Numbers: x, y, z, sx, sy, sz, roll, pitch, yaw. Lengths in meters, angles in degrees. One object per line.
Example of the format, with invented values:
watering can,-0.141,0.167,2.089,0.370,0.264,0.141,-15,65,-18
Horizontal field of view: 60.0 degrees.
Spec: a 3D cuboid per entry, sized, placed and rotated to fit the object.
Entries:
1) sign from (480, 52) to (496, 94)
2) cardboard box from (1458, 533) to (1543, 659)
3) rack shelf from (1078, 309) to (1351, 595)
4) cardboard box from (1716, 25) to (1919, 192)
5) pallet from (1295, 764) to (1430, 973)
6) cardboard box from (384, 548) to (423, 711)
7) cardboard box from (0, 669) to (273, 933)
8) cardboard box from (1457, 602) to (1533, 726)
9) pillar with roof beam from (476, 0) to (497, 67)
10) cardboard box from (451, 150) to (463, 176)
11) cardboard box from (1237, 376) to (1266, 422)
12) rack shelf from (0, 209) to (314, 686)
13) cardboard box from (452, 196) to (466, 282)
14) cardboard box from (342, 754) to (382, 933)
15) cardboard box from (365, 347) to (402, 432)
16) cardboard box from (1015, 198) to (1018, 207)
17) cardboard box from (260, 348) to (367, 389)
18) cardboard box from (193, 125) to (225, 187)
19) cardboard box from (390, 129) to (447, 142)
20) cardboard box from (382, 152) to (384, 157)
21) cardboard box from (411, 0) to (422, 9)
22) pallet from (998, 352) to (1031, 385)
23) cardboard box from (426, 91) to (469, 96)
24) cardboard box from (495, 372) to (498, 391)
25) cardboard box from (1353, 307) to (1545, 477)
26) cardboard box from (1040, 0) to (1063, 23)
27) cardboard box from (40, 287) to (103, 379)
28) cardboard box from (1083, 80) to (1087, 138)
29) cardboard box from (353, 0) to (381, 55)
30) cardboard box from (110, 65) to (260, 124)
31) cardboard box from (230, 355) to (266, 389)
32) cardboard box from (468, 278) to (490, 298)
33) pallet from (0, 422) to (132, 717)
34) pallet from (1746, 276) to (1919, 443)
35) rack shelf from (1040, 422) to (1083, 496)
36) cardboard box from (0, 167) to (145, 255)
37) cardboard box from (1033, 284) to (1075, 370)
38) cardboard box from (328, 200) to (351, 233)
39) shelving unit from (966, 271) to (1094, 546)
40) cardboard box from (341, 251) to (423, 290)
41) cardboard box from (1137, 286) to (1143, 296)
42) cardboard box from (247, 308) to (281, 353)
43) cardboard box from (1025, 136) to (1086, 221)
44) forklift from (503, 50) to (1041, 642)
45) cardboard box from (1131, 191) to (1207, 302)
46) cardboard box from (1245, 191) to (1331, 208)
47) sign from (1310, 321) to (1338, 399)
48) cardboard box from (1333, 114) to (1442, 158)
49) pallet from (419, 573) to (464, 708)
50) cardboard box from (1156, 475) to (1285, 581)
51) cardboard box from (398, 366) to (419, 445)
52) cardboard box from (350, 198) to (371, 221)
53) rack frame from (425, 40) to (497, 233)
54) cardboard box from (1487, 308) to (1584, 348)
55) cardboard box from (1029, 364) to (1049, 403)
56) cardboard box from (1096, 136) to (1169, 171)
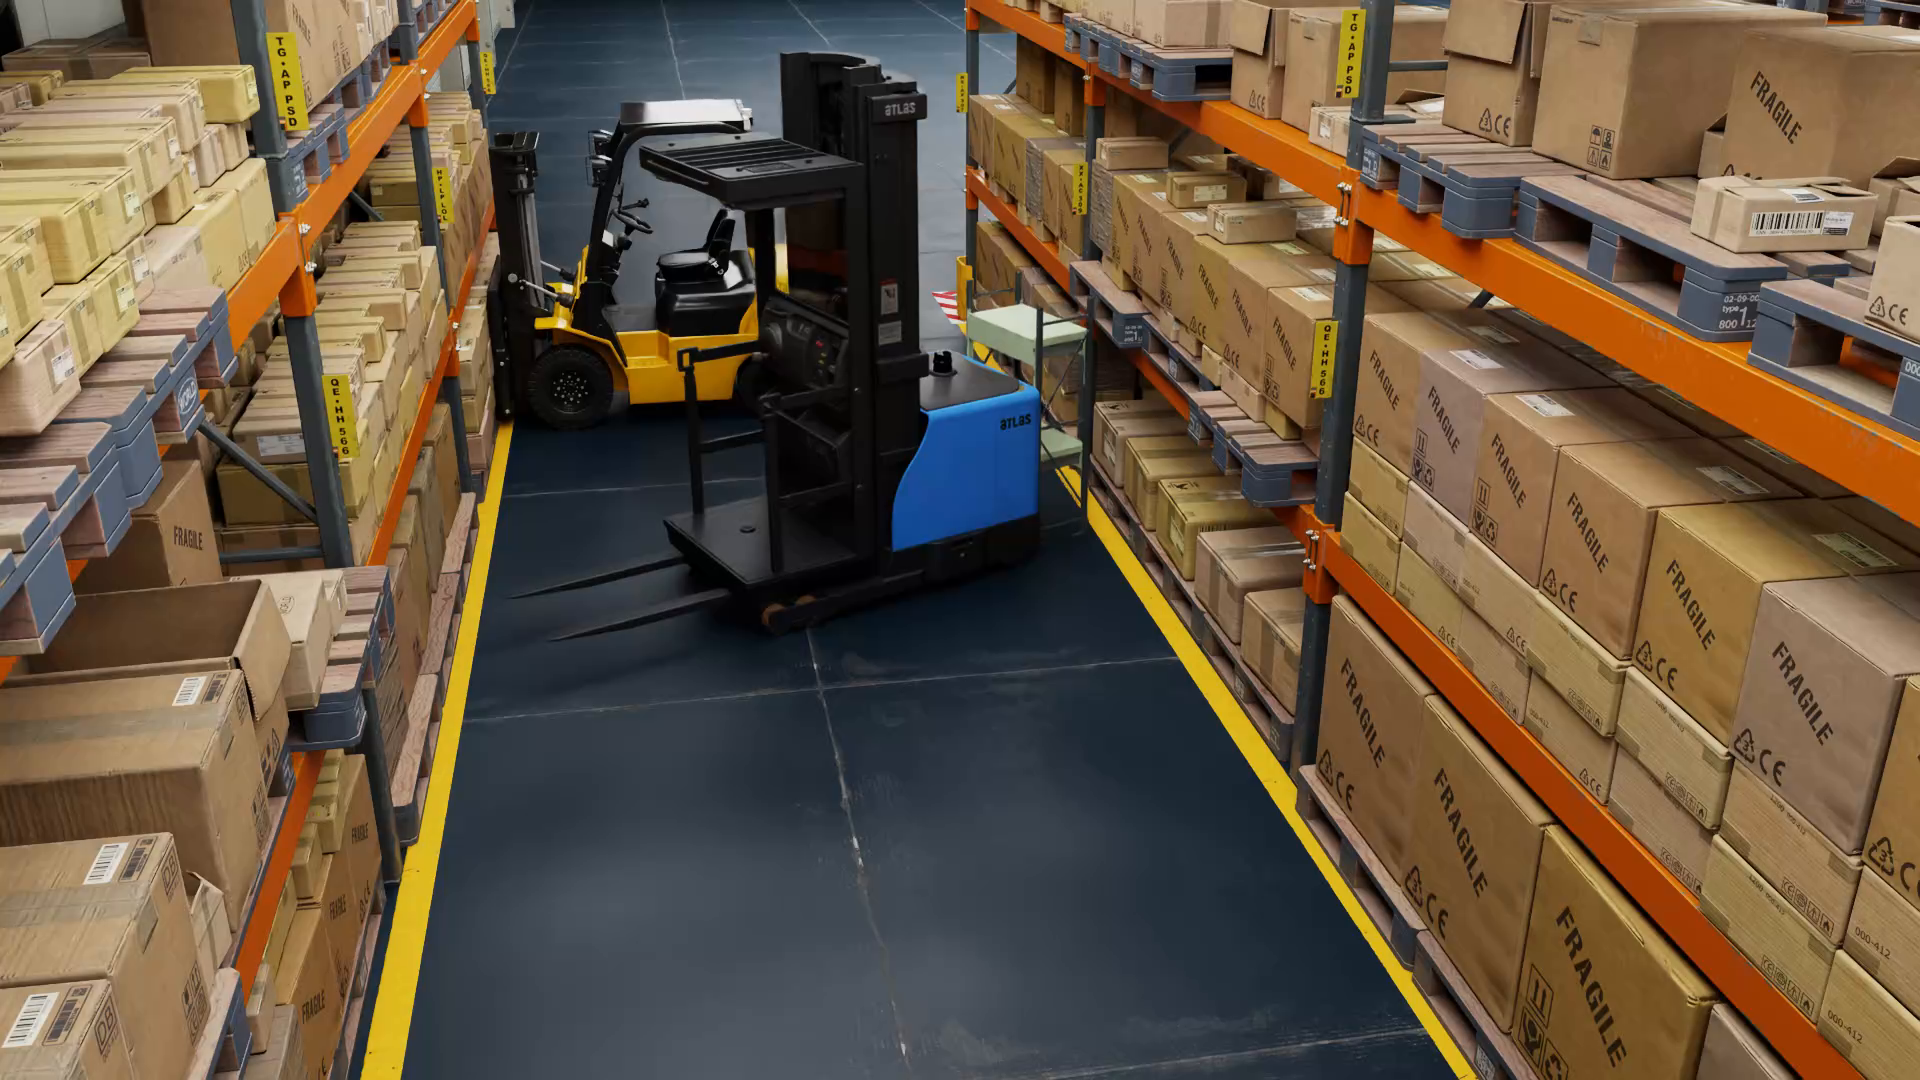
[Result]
sign,-3.788,-3.742,13.326,0.100,0.325,0.005,-4,24,-10
cardboard box,2.059,0.168,5.681,0.500,0.250,0.500,-4,24,-10
rack shelf,1.664,-0.747,9.111,1.077,0.370,4.000,-4,24,-10
cardboard box,2.644,-1.231,4.923,0.500,0.500,0.500,-4,24,-9
pallet,2.105,1.304,7.001,1.003,0.211,1.213,-4,24,-10
cardboard box,-3.075,0.472,7.864,0.875,0.625,0.625,-4,24,-8
cardboard box,-2.215,0.695,4.262,0.700,0.500,0.500,-4,24,-10
cardboard box,2.080,0.397,5.780,0.500,0.250,0.500,-4,24,-8
pillar with roof beam,-4.178,-12.875,28.486,9.100,9.000,0.400,-4,24,-10
cardboard box,-3.650,-2.592,11.501,0.380,0.149,0.250,-5,24,-11
cardboard box,1.530,-0.675,7.836,0.380,0.149,0.250,-5,24,-10
rack shelf,-2.474,-0.179,4.064,1.077,0.370,4.000,-4,24,-10
cardboard box,-3.522,-1.938,10.814,0.500,0.500,0.500,-4,24,-9
cardboard box,-2.555,1.183,6.393,0.500,0.500,0.500,-4,24,-8
cardboard box,-2.856,-0.678,7.618,0.500,0.250,0.500,-5,24,-11
cardboard box,0.634,-2.662,12.911,0.380,0.149,0.250,-3,24,-8
cardboard box,-2.798,-0.717,7.209,0.380,0.149,0.250,-4,24,-9
cardboard box,-2.513,-1.185,5.156,0.380,0.149,0.250,-5,24,-11
cardboard box,-3.731,-2.719,11.420,0.380,0.149,0.250,-4,24,-10
cardboard box,-4.401,-2.853,12.098,0.380,0.149,0.250,-4,24,-9
cardboard box,-3.368,-3.191,9.725,0.380,0.149,0.250,-4,24,-9
pallet,0.906,-1.328,13.026,1.003,0.211,1.213,-4,24,-10
cardboard box,-4.050,-3.422,13.030,0.380,0.149,0.250,-4,24,-10
cardboard box,-3.642,-1.242,12.257,0.500,0.250,0.500,-4,24,-8
cardboard box,1.884,-0.582,6.460,0.500,0.500,0.500,-5,24,-12
cardboard box,0.759,-3.630,11.380,0.380,0.149,0.250,-4,24,-8
cardboard box,-1.960,-0.394,3.321,0.380,0.149,0.250,-5,24,-10
cardboard box,1.286,-3.095,11.842,0.700,0.500,0.500,-5,24,-11
cardboard box,-3.068,-2.498,7.935,0.500,0.311,0.500,-5,24,-12
cardboard box,-2.490,-1.433,5.352,0.380,0.149,0.250,-4,24,-8
cardboard box,-3.386,-0.636,7.521,0.500,0.250,0.500,-4,24,-10
cardboard box,-3.642,-1.702,12.061,0.500,0.250,0.500,-5,24,-11
pallet,-2.156,0.102,2.755,1.213,0.211,1.003,-4,24,-10
pallet,2.555,-0.360,3.819,0.805,0.209,1.217,-5,24,-12
rack shelf,0.412,-0.514,10.367,0.431,0.370,0.720,-15,28,-30
cardboard box,-2.071,-0.733,3.725,0.380,0.149,0.250,-4,24,-9
cardboard box,0.825,-1.552,12.030,0.500,0.500,0.500,-4,24,-9
cardboard box,-3.896,-1.945,10.020,0.380,0.149,0.250,-4,24,-10
shelving unit,0.412,-0.813,10.237,0.431,1.500,0.755,-15,28,-30
cardboard box,-3.064,-1.426,8.831,0.380,0.149,0.250,-5,24,-11
cardboard box,1.250,-1.495,9.714,0.380,0.149,0.250,-3,24,-6
cardboard box,-3.406,-0.979,7.810,0.380,0.149,0.250,-4,24,-8
cardboard box,0.765,-2.607,11.976,0.500,0.500,0.500,-4,24,-8
forklift,-1.034,-1.066,9.028,3.031,2.935,1.130,-15,28,-30
cardboard box,1.270,-1.640,9.235,0.500,0.500,0.500,-4,24,-10
cardboard box,1.787,-1.675,9.315,0.500,0.500,0.500,-3,24,-8
sign,1.502,-0.740,6.849,0.100,0.325,0.005,-4,24,-10
cardboard box,1.769,-1.658,6.864,0.380,0.149,0.250,-4,24,-10
pallet,-3.180,0.551,8.724,1.003,0.211,1.213,-4,24,-10
cardboard box,1.660,-0.089,9.465,0.950,0.372,0.625,-4,24,-8
cardboard box,-2.970,-0.649,8.176,0.500,0.250,0.500,-4,24,-8
cardboard box,-4.021,-1.893,10.712,0.500,0.500,0.500,-4,24,-9
rack frame,-4.323,-3.068,13.526,1.000,3.000,0.127,-4,24,-10
cardboard box,2.386,-0.610,6.524,0.500,0.500,0.500,-5,24,-11
cardboard box,0.812,-1.217,12.199,0.500,0.250,0.500,-5,24,-11
cardboard box,1.033,-2.324,9.991,0.380,0.149,0.250,-4,24,-10
